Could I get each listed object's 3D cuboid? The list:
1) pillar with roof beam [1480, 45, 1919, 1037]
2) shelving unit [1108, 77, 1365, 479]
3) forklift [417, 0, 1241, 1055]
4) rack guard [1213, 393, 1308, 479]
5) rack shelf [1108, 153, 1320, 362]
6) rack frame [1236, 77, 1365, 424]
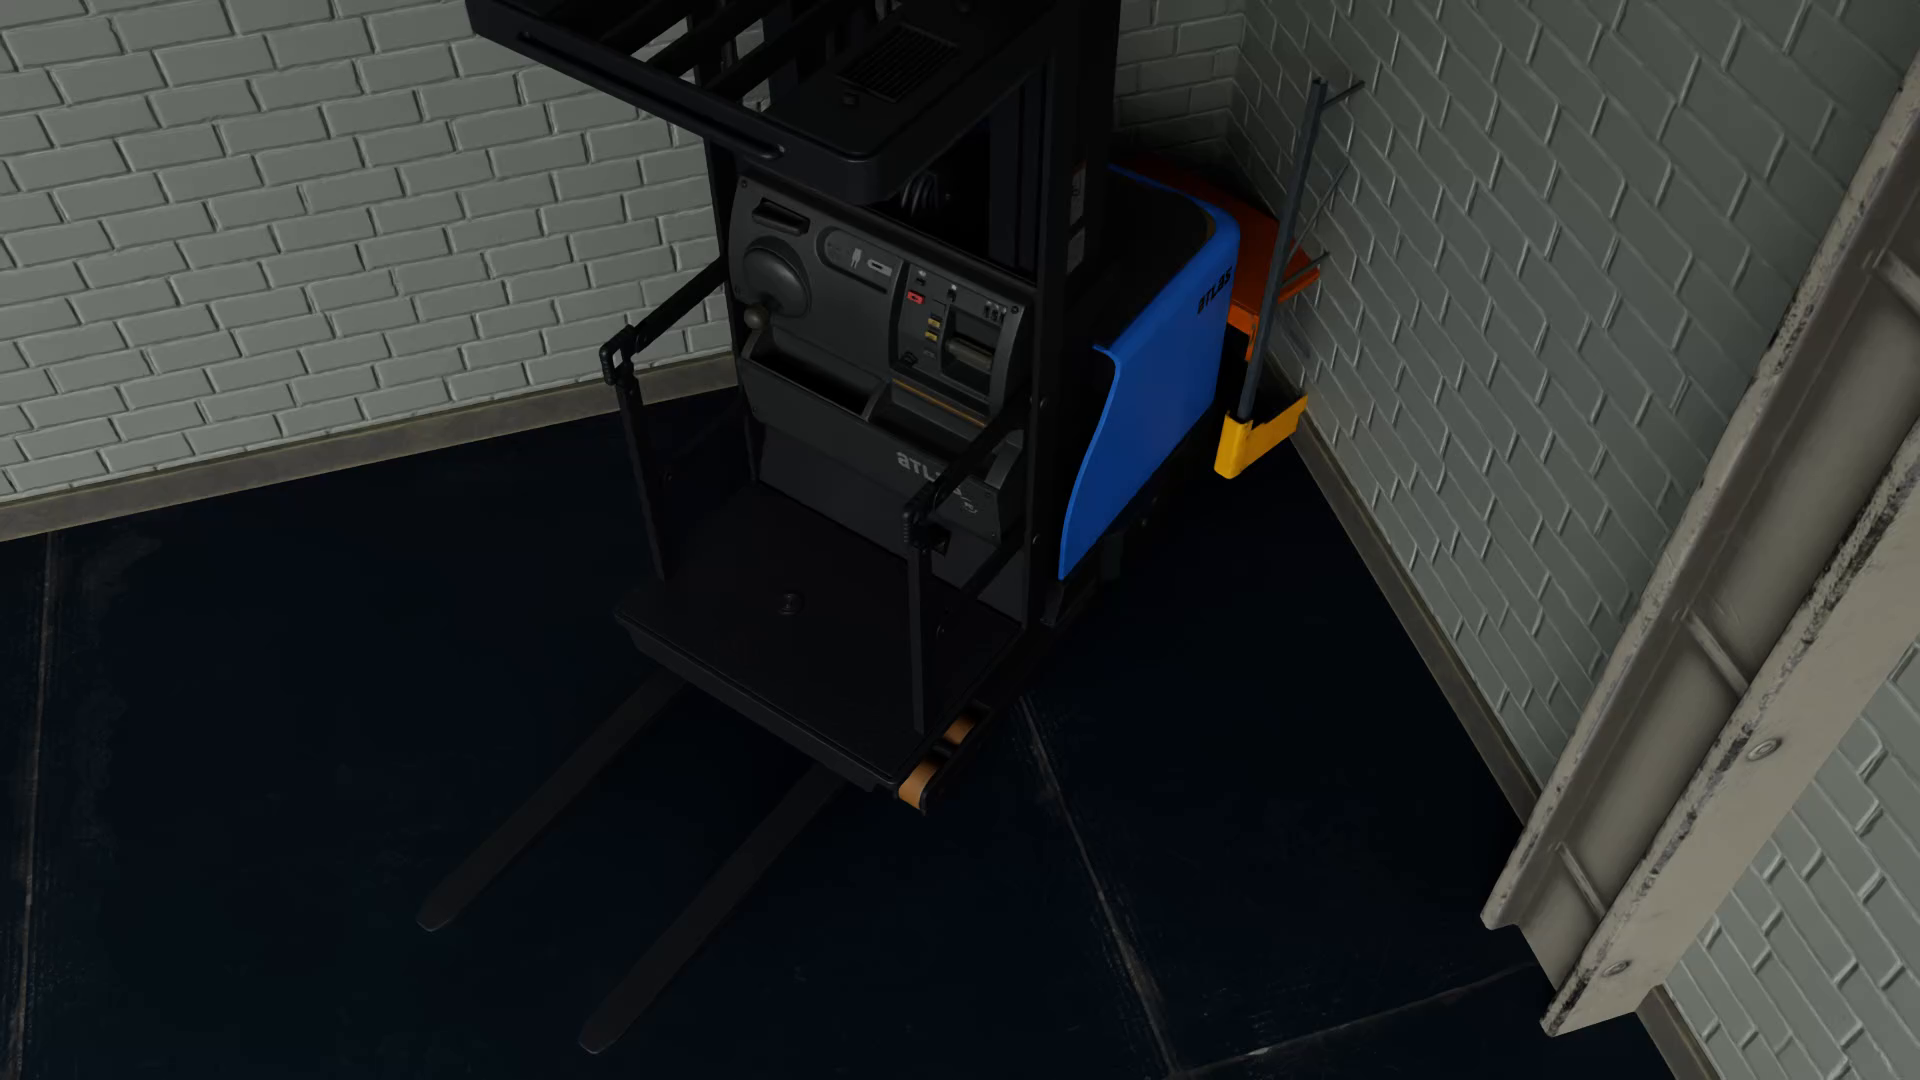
[{"bbox_3d":[-2.399,-0.732,0.481,9.100,9.000,0.400,-13,51,-11],"label":"pillar with roof beam"},{"bbox_3d":[0.798,-1.157,5.657,1.083,1.500,0.587,36,53,28],"label":"shelving unit"},{"bbox_3d":[-0.357,-0.555,4.301,1.130,2.935,3.031,28,55,22],"label":"forklift"},{"bbox_3d":[1.119,-0.456,5.866,0.087,0.250,0.587,36,53,28],"label":"rack guard"},{"bbox_3d":[0.781,-1.035,5.789,1.000,0.185,0.538,36,53,28],"label":"rack shelf"},{"bbox_3d":[1.154,-0.897,5.424,0.032,1.500,0.500,36,53,28],"label":"rack frame"}]
